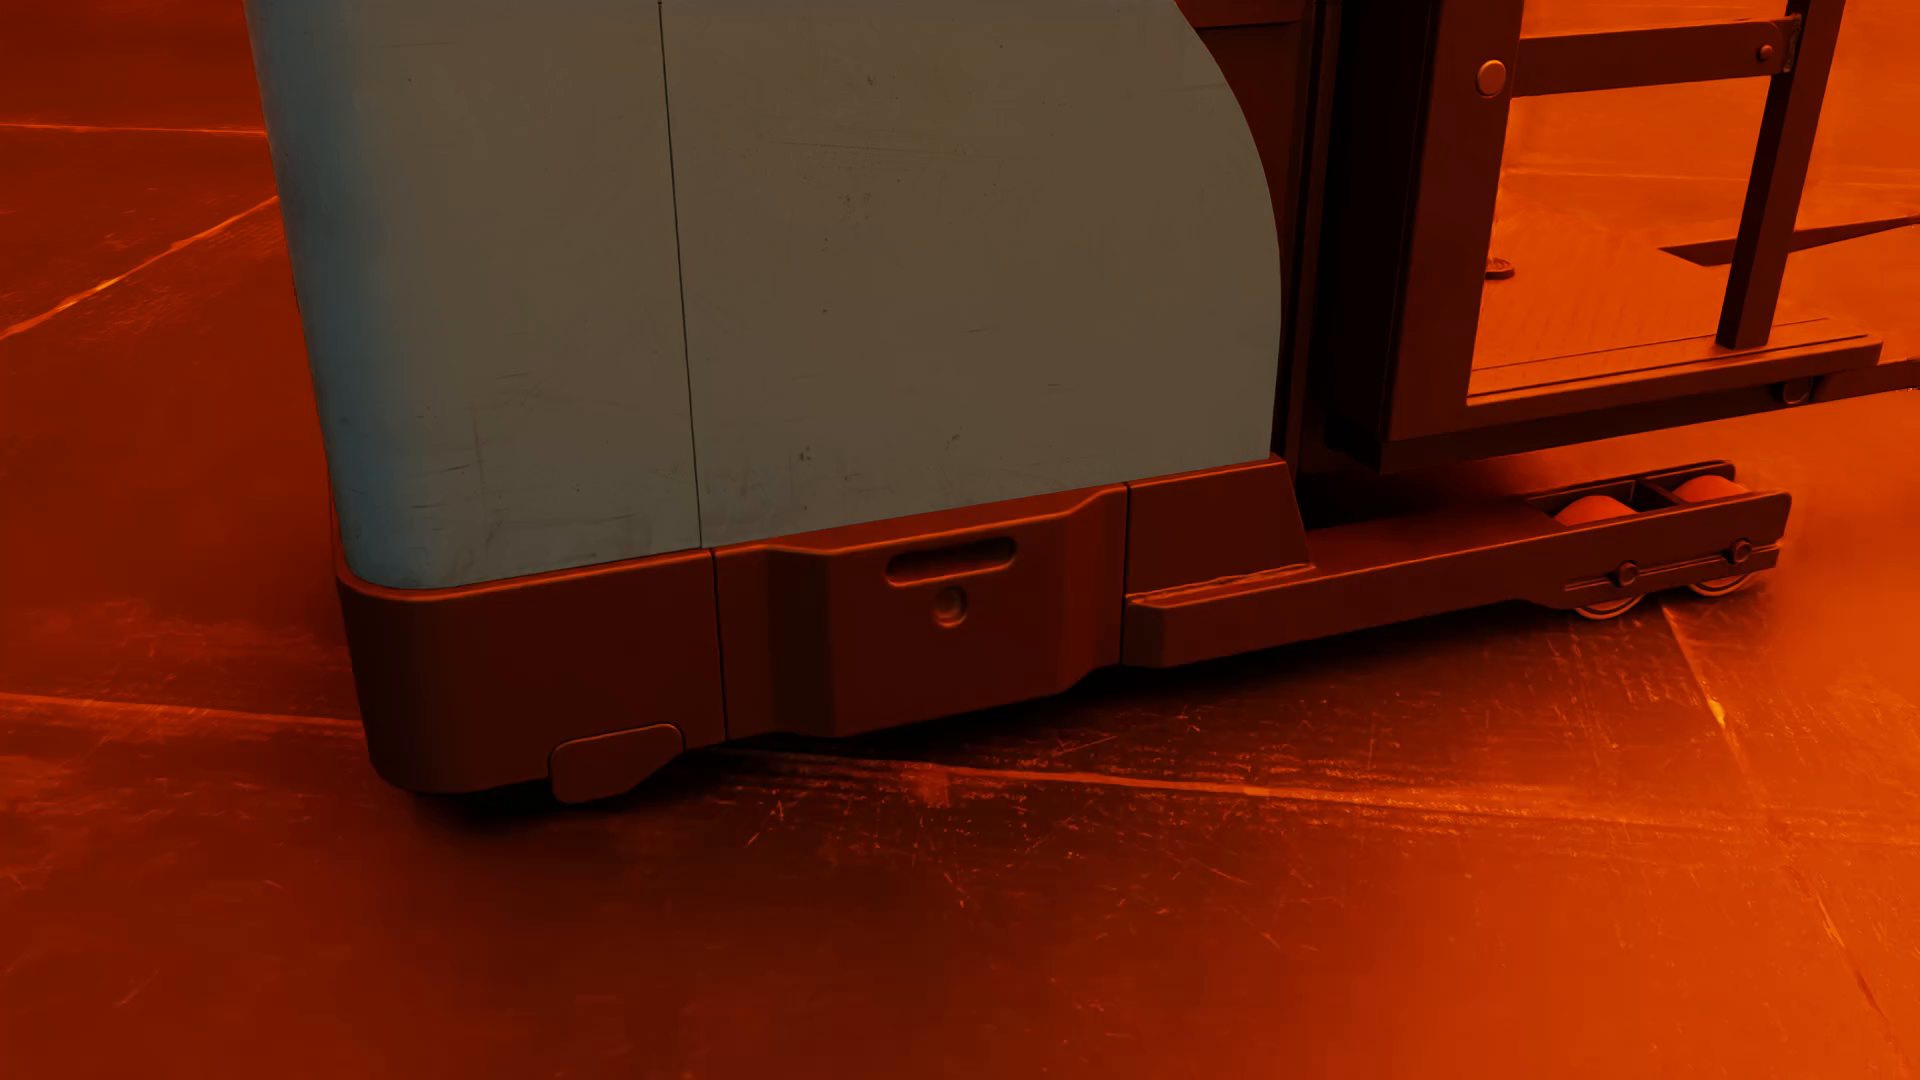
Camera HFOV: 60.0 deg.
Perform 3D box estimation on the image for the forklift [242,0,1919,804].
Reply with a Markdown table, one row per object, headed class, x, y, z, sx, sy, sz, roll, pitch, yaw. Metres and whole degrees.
| class | x | y | z | sx | sy | sz | roll | pitch | yaw |
| --- | --- | --- | --- | --- | --- | --- | --- | --- | --- |
| forklift | 0.619 | -1.414 | 2.051 | 3.031 | 2.935 | 1.130 | -9 | 28 | -18 |
